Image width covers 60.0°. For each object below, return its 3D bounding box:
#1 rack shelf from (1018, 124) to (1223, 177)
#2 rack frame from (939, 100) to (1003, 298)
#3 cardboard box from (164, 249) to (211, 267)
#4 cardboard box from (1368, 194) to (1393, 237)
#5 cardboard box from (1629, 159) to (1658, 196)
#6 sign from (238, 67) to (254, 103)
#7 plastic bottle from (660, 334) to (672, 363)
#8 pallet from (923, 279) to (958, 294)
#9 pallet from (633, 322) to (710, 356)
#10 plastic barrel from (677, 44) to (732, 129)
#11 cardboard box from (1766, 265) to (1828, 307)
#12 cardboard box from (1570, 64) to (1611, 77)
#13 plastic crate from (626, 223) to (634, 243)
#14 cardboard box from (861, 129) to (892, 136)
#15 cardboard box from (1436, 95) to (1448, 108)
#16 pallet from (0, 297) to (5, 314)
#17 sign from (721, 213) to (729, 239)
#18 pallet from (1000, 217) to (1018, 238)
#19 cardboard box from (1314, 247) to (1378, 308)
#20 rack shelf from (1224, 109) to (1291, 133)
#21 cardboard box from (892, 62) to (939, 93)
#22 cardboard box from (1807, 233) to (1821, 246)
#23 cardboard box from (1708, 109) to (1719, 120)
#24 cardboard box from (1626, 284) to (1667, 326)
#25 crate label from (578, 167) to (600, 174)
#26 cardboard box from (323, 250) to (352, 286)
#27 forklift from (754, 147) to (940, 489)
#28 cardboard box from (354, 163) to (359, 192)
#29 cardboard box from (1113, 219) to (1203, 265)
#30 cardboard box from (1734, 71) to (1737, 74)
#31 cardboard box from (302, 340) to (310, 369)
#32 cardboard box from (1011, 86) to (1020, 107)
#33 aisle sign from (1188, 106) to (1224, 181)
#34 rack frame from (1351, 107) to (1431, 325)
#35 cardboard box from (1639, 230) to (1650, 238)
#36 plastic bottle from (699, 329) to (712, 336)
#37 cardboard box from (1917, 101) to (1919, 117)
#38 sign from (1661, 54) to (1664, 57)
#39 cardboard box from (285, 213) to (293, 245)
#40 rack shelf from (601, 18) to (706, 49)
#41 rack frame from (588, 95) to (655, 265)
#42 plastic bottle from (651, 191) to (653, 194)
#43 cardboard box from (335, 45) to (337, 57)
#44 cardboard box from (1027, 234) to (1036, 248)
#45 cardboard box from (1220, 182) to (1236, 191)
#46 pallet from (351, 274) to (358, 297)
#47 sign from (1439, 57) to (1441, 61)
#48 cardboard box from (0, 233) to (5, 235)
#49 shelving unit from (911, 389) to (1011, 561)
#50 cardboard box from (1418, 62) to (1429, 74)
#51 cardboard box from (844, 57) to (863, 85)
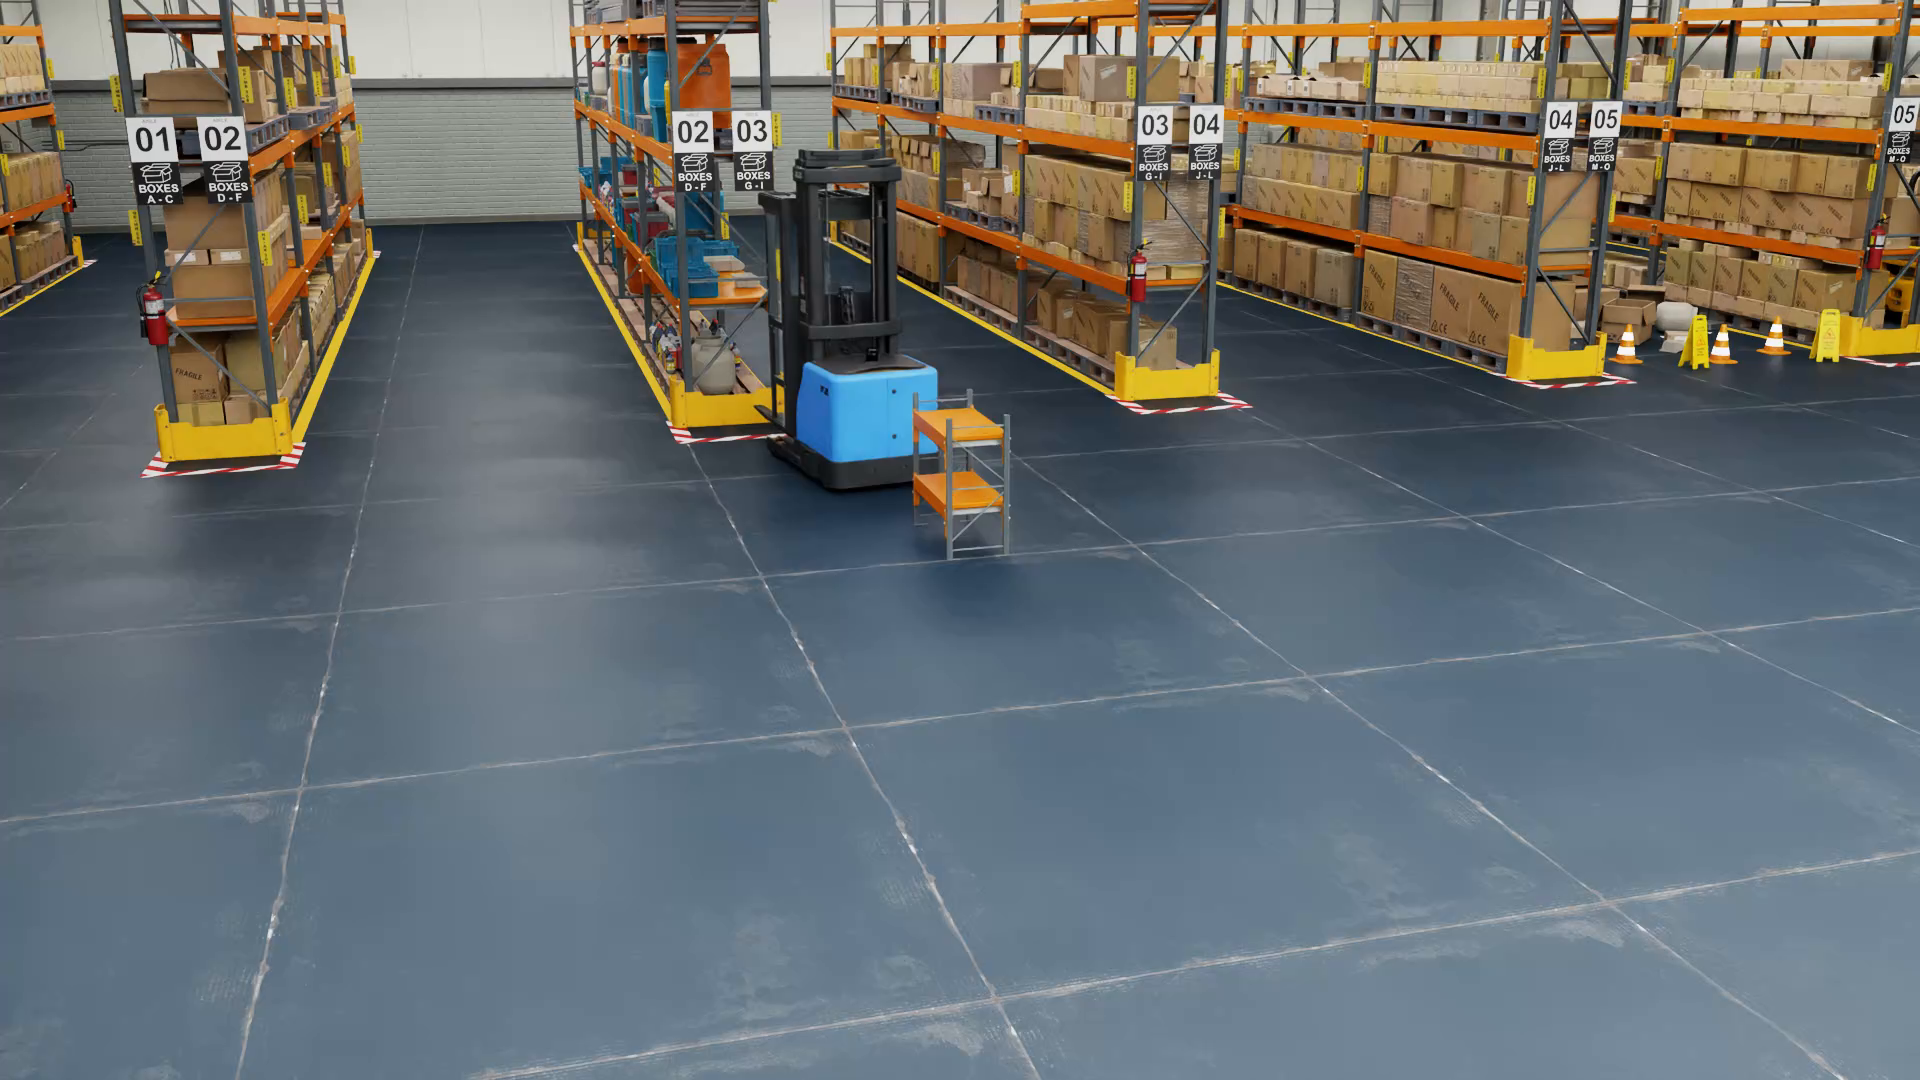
[{"bbox_3d":[1.820,-4.711,19.959,1.077,0.370,4.000,-5,17,-15],"label":"rack shelf"},{"bbox_3d":[0.171,-5.279,25.812,1.000,3.000,0.127,-5,17,-15],"label":"rack frame"},{"bbox_3d":[-7.444,-2.733,16.035,0.380,0.149,0.250,-5,17,-16],"label":"cardboard box"},{"bbox_3d":[6.180,-4.507,22.982,0.875,0.550,0.550,-5,17,-15],"label":"cardboard box"},{"bbox_3d":[10.452,-5.457,24.984,0.500,0.500,0.500,-5,17,-16],"label":"cardboard box"},{"bbox_3d":[-6.621,-4.219,15.413,0.100,0.325,0.005,-5,17,-15],"label":"sign"},{"bbox_3d":[-3.449,-2.246,19.553,0.144,0.351,0.185,-4,17,-13],"label":"plastic bottle"},{"bbox_3d":[0.027,-4.167,26.959,1.003,0.211,1.213,-5,17,-15],"label":"pallet"},{"bbox_3d":[-3.745,-2.659,21.939,1.003,0.211,1.213,-5,17,-15],"label":"pallet"},{"bbox_3d":[-2.648,-4.642,17.002,0.600,0.830,0.708,-5,17,-15],"label":"plastic barrel"},{"bbox_3d":[11.281,-3.438,22.429,0.500,0.500,0.500,-4,17,-13],"label":"cardboard box"},{"bbox_3d":[7.381,-5.495,19.463,0.380,0.149,0.250,-5,17,-15],"label":"cardboard box"},{"bbox_3d":[-4.242,-4.139,22.385,0.450,0.188,0.662,-5,17,-15],"label":"plastic crate"},{"bbox_3d":[-1.640,-7.807,32.670,0.500,0.500,0.500,-4,17,-15],"label":"cardboard box"},{"bbox_3d":[6.259,-5.554,21.045,0.380,0.149,0.250,-4,17,-15],"label":"cardboard box"},{"bbox_3d":[-14.592,-3.329,24.169,1.003,0.211,1.213,-5,17,-15],"label":"pallet"},{"bbox_3d":[-2.960,-3.954,20.919,0.100,0.325,0.005,-5,17,-15],"label":"sign"},{"bbox_3d":[1.201,-4.303,22.898,1.003,0.211,1.213,-5,17,-15],"label":"pallet"},{"bbox_3d":[5.810,-3.825,24.152,1.050,0.750,0.750,-5,17,-16],"label":"cardboard box"},{"bbox_3d":[4.419,-7.288,28.538,1.077,0.370,4.000,-5,17,-15],"label":"rack shelf"},{"bbox_3d":[-0.759,-7.911,28.457,0.700,0.500,0.500,-4,17,-14],"label":"cardboard box"},{"bbox_3d":[11.364,-3.950,21.823,0.380,0.149,0.250,-5,17,-16],"label":"cardboard box"},{"bbox_3d":[10.842,-6.030,23.535,0.380,0.149,0.250,-5,17,-15],"label":"cardboard box"},{"bbox_3d":[9.785,-3.356,23.751,0.500,0.500,0.500,7,18,23],"label":"cardboard box"},{"bbox_3d":[-7.038,-6.954,31.576,0.416,0.233,0.303,-5,17,-15],"label":"crate label"},{"bbox_3d":[-9.777,-4.227,25.889,0.500,0.500,0.500,-4,17,-15],"label":"cardboard box"},{"bbox_3d":[-1.239,-2.236,15.801,1.130,2.935,3.031,-7,18,-23],"label":"forklift"},{"bbox_3d":[-10.890,-6.373,29.282,0.500,0.500,0.500,-5,17,-15],"label":"cardboard box"},{"bbox_3d":[2.245,-3.411,18.901,0.875,0.500,0.500,-5,17,-15],"label":"cardboard box"},{"bbox_3d":[14.000,-8.376,29.960,0.380,0.149,0.250,-5,18,-17],"label":"cardboard box"},{"bbox_3d":[-7.918,-2.163,19.490,0.500,0.250,0.500,-5,17,-15],"label":"cardboard box"},{"bbox_3d":[0.916,-5.998,22.495,0.396,0.266,0.258,-4,17,-13],"label":"cardboard box"},{"bbox_3d":[2.675,-4.318,18.093,0.394,0.787,0.004,-5,17,-15],"label":"aisle sign"},{"bbox_3d":[6.068,-4.537,23.341,1.000,3.000,0.127,-5,17,-15],"label":"rack frame"},{"bbox_3d":[13.578,-6.130,32.259,0.500,0.500,0.500,-5,17,-17],"label":"cardboard box"},{"bbox_3d":[-3.120,-2.460,20.397,0.152,0.276,0.135,-5,17,-15],"label":"plastic bottle"},{"bbox_3d":[12.016,-5.517,21.134,0.500,0.250,0.500,-5,17,-16],"label":"cardboard box"},{"bbox_3d":[13.905,-9.480,33.000,0.100,0.325,0.005,-5,17,-15],"label":"sign"},{"bbox_3d":[-8.595,-3.798,20.707,0.500,0.500,0.500,-3,17,-11],"label":"cardboard box"},{"bbox_3d":[-4.041,-6.671,21.964,1.077,0.370,4.000,-5,17,-15],"label":"rack shelf"},{"bbox_3d":[-5.690,-5.994,28.191,1.000,3.000,0.127,-5,17,-15],"label":"rack frame"},{"bbox_3d":[-4.895,-5.435,26.555,0.097,0.271,0.097,0,17,0],"label":"plastic bottle"},{"bbox_3d":[-11.100,-8.257,28.601,0.700,0.500,0.500,-5,17,-15],"label":"cardboard box"},{"bbox_3d":[1.097,-3.899,21.654,0.380,0.149,0.250,-5,17,-15],"label":"cardboard box"},{"bbox_3d":[4.391,-5.824,27.333,0.380,0.149,0.250,-4,17,-14],"label":"cardboard box"},{"bbox_3d":[-10.194,-4.046,26.553,1.003,0.211,1.213,-5,17,-15],"label":"pallet"},{"bbox_3d":[9.120,-9.049,31.704,0.100,0.325,0.005,-5,17,-15],"label":"sign"},{"bbox_3d":[-15.693,-4.903,27.047,0.380,0.149,0.250,-5,18,-17],"label":"cardboard box"},{"bbox_3d":[-0.002,-0.541,13.296,0.538,1.125,1.048,-5,17,-15],"label":"shelving unit"},{"bbox_3d":[6.123,-6.074,21.393,0.380,0.149,0.250,-5,17,-15],"label":"cardboard box"},{"bbox_3d":[-1.794,-8.920,31.643,0.700,0.500,0.500,-5,18,-17],"label":"cardboard box"}]
